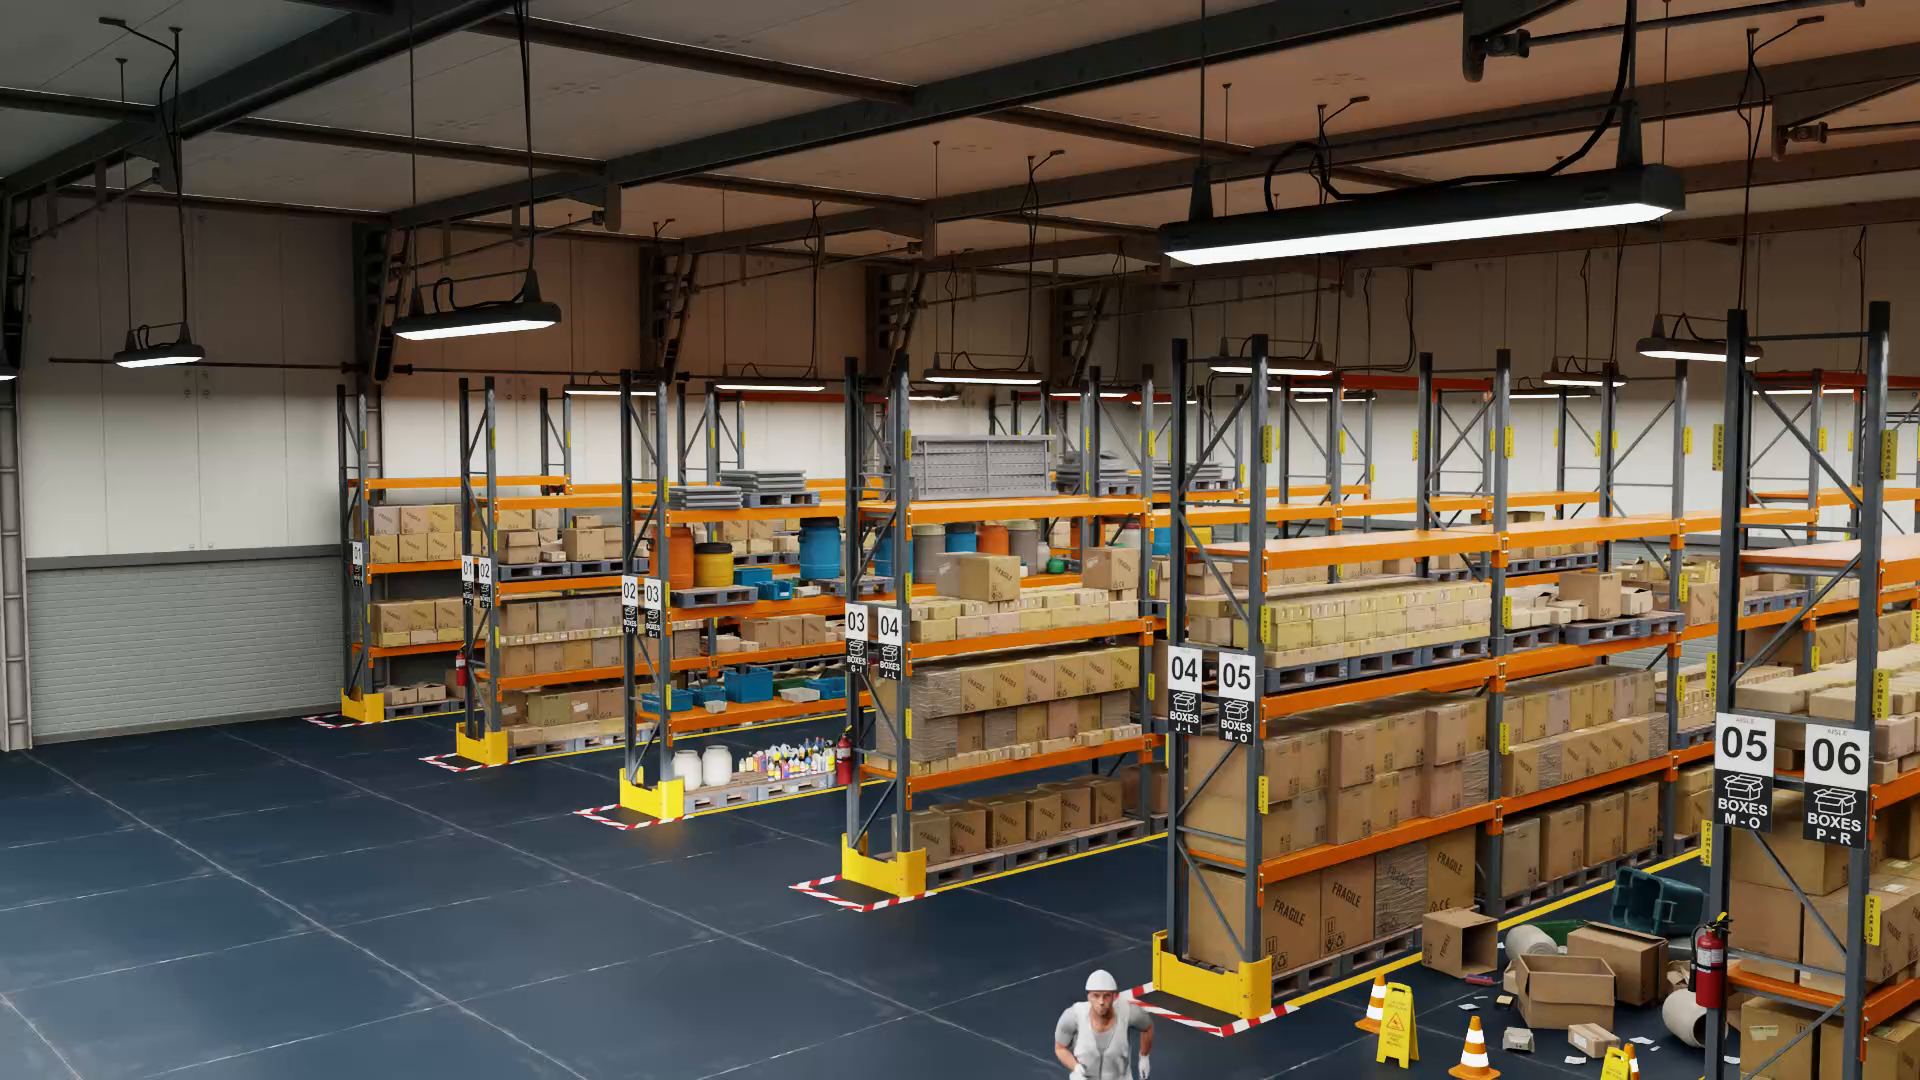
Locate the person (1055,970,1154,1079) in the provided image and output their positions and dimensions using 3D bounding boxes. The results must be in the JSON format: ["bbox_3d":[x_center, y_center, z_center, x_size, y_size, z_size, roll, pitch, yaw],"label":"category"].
[{"bbox_3d":[0.933,3.536,10.824,0.637,1.574,0.668,1,4,8],"label":"person"}]
